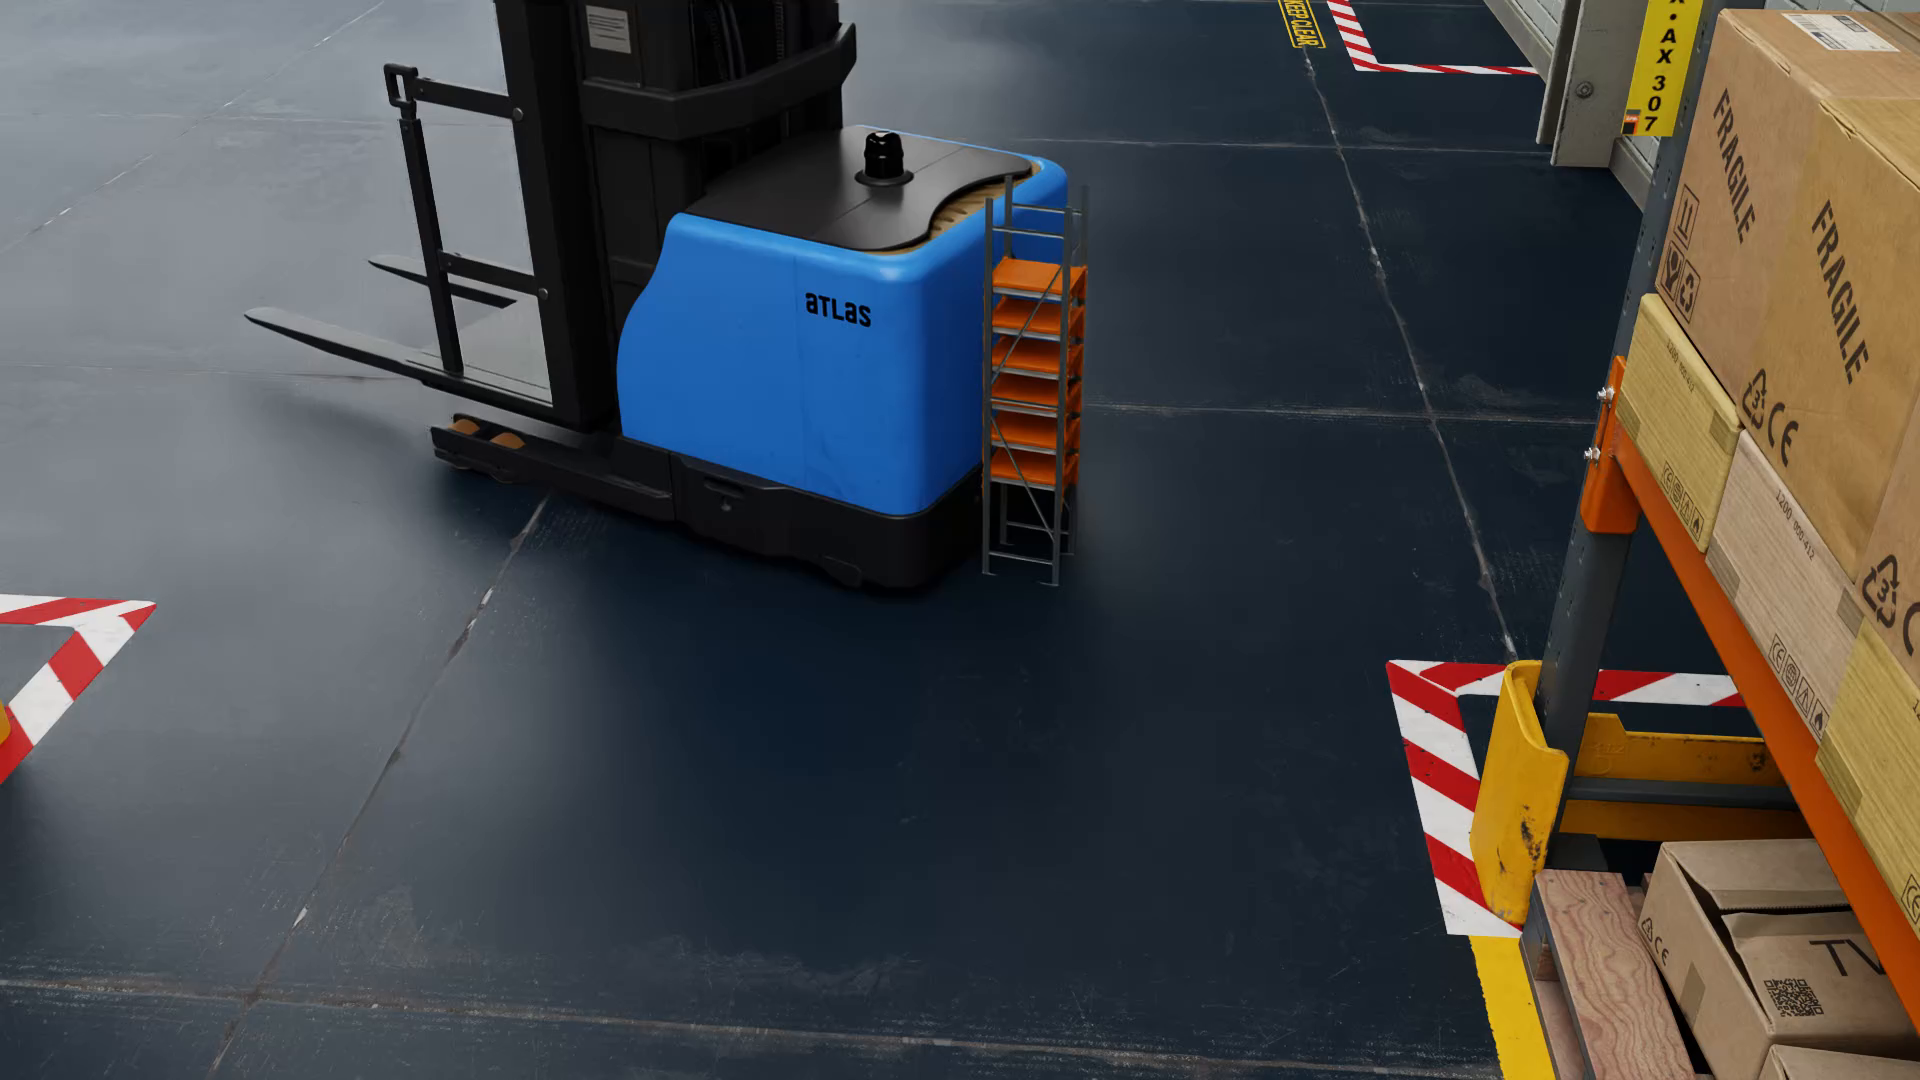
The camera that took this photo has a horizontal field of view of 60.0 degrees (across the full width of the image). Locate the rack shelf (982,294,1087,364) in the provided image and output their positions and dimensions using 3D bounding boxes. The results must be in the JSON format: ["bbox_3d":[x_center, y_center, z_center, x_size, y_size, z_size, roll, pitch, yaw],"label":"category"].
[{"bbox_3d":[0.212,-0.599,4.706,0.258,0.103,0.180,10,33,15],"label":"rack shelf"}]

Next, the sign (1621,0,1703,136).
[{"bbox_3d":[1.283,-0.892,3.014,0.100,0.325,0.005,2,32,4],"label":"sign"}]

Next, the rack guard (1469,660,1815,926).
[{"bbox_3d":[1.817,0.603,3.795,1.175,0.500,0.348,2,32,4],"label":"rack guard"}]

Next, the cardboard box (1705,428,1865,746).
[{"bbox_3d":[1.439,0.068,2.404,0.500,0.250,0.500,2,32,2],"label":"cardboard box"}]

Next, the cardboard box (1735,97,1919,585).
[{"bbox_3d":[1.435,-0.270,2.238,0.500,0.500,0.500,3,32,4],"label":"cardboard box"}]

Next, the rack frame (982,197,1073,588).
[{"bbox_3d":[0.183,-0.387,4.735,0.240,1.200,0.006,10,33,15],"label":"rack frame"}]

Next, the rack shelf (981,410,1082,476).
[{"bbox_3d":[0.212,-0.293,4.895,0.258,0.103,0.180,10,33,15],"label":"rack shelf"}]

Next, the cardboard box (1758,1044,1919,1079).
[{"bbox_3d":[1.631,1.113,2.729,0.500,0.311,0.500,5,32,8],"label":"cardboard box"}]

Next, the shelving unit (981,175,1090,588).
[{"bbox_3d":[0.212,-0.433,4.809,0.258,1.200,0.189,10,33,15],"label":"shelving unit"}]

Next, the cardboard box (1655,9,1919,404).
[{"bbox_3d":[1.485,-0.528,2.657,0.500,0.500,0.500,2,32,4],"label":"cardboard box"}]

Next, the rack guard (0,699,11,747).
[{"bbox_3d":[-3.112,0.341,4.220,1.175,0.500,0.348,2,32,4],"label":"rack guard"}]

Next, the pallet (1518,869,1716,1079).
[{"bbox_3d":[1.716,1.149,3.184,1.003,0.211,1.213,2,32,4],"label":"pallet"}]

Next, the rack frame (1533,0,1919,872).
[{"bbox_3d":[1.824,-0.501,3.204,1.000,3.000,0.127,2,32,4],"label":"rack frame"}]

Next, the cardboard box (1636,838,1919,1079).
[{"bbox_3d":[1.678,0.814,3.213,0.500,0.311,0.500,-1,32,-2],"label":"cardboard box"}]

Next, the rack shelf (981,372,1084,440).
[{"bbox_3d":[0.212,-0.395,4.832,0.258,0.103,0.180,10,33,15],"label":"rack shelf"}]

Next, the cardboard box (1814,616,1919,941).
[{"bbox_3d":[1.392,0.334,1.972,0.500,0.250,0.500,2,32,3],"label":"cardboard box"}]

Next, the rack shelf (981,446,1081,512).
[{"bbox_3d":[0.212,-0.191,4.958,0.258,0.103,0.180,10,33,15],"label":"rack shelf"}]

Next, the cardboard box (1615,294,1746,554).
[{"bbox_3d":[1.467,-0.204,2.846,0.500,0.250,0.500,2,32,3],"label":"cardboard box"}]

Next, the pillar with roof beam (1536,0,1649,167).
[{"bbox_3d":[-1.173,-5.973,6.365,9.100,9.000,0.400,2,32,4],"label":"pillar with roof beam"}]

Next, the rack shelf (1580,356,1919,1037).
[{"bbox_3d":[1.661,0.851,1.695,1.077,0.370,4.000,2,32,4],"label":"rack shelf"}]

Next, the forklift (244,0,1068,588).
[{"bbox_3d":[-1.190,-1.658,5.146,3.031,2.935,1.130,17,35,25],"label":"forklift"}]

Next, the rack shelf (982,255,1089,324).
[{"bbox_3d":[0.212,-0.701,4.643,0.258,0.103,0.180,10,33,15],"label":"rack shelf"}]

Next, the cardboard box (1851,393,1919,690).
[{"bbox_3d":[1.387,0.000,1.800,0.500,0.500,0.500,1,32,2],"label":"cardboard box"}]

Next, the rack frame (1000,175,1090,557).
[{"bbox_3d":[0.240,-0.478,4.883,0.240,1.200,0.006,10,33,15],"label":"rack frame"}]

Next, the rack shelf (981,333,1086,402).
[{"bbox_3d":[0.212,-0.497,4.769,0.258,0.103,0.180,10,33,15],"label":"rack shelf"}]
